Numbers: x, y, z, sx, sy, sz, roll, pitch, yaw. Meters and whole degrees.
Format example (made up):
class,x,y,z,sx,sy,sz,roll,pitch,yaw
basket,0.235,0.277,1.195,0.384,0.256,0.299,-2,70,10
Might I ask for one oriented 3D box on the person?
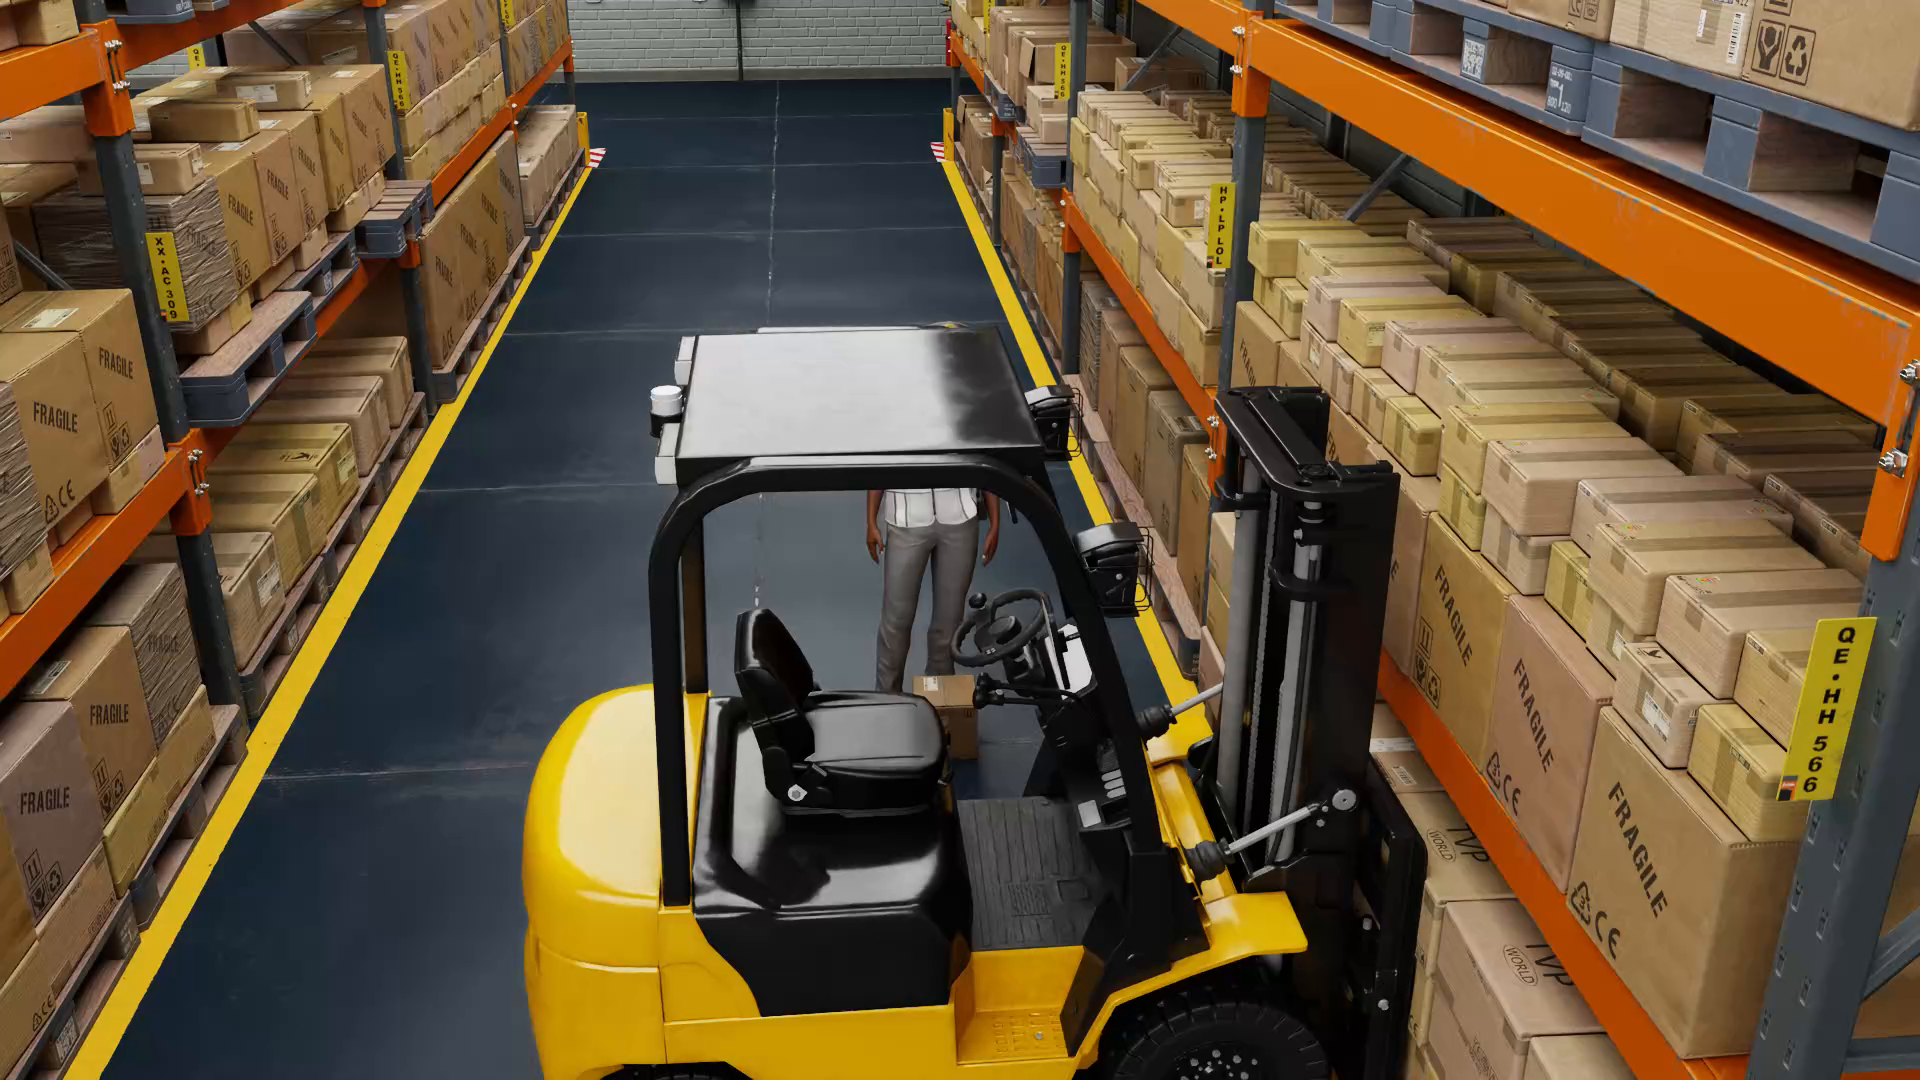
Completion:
class,x,y,z,sx,sy,sz,roll,pitch,yaw
person,-0.116,-0.031,6.606,0.570,1.698,0.528,-2,24,-5
